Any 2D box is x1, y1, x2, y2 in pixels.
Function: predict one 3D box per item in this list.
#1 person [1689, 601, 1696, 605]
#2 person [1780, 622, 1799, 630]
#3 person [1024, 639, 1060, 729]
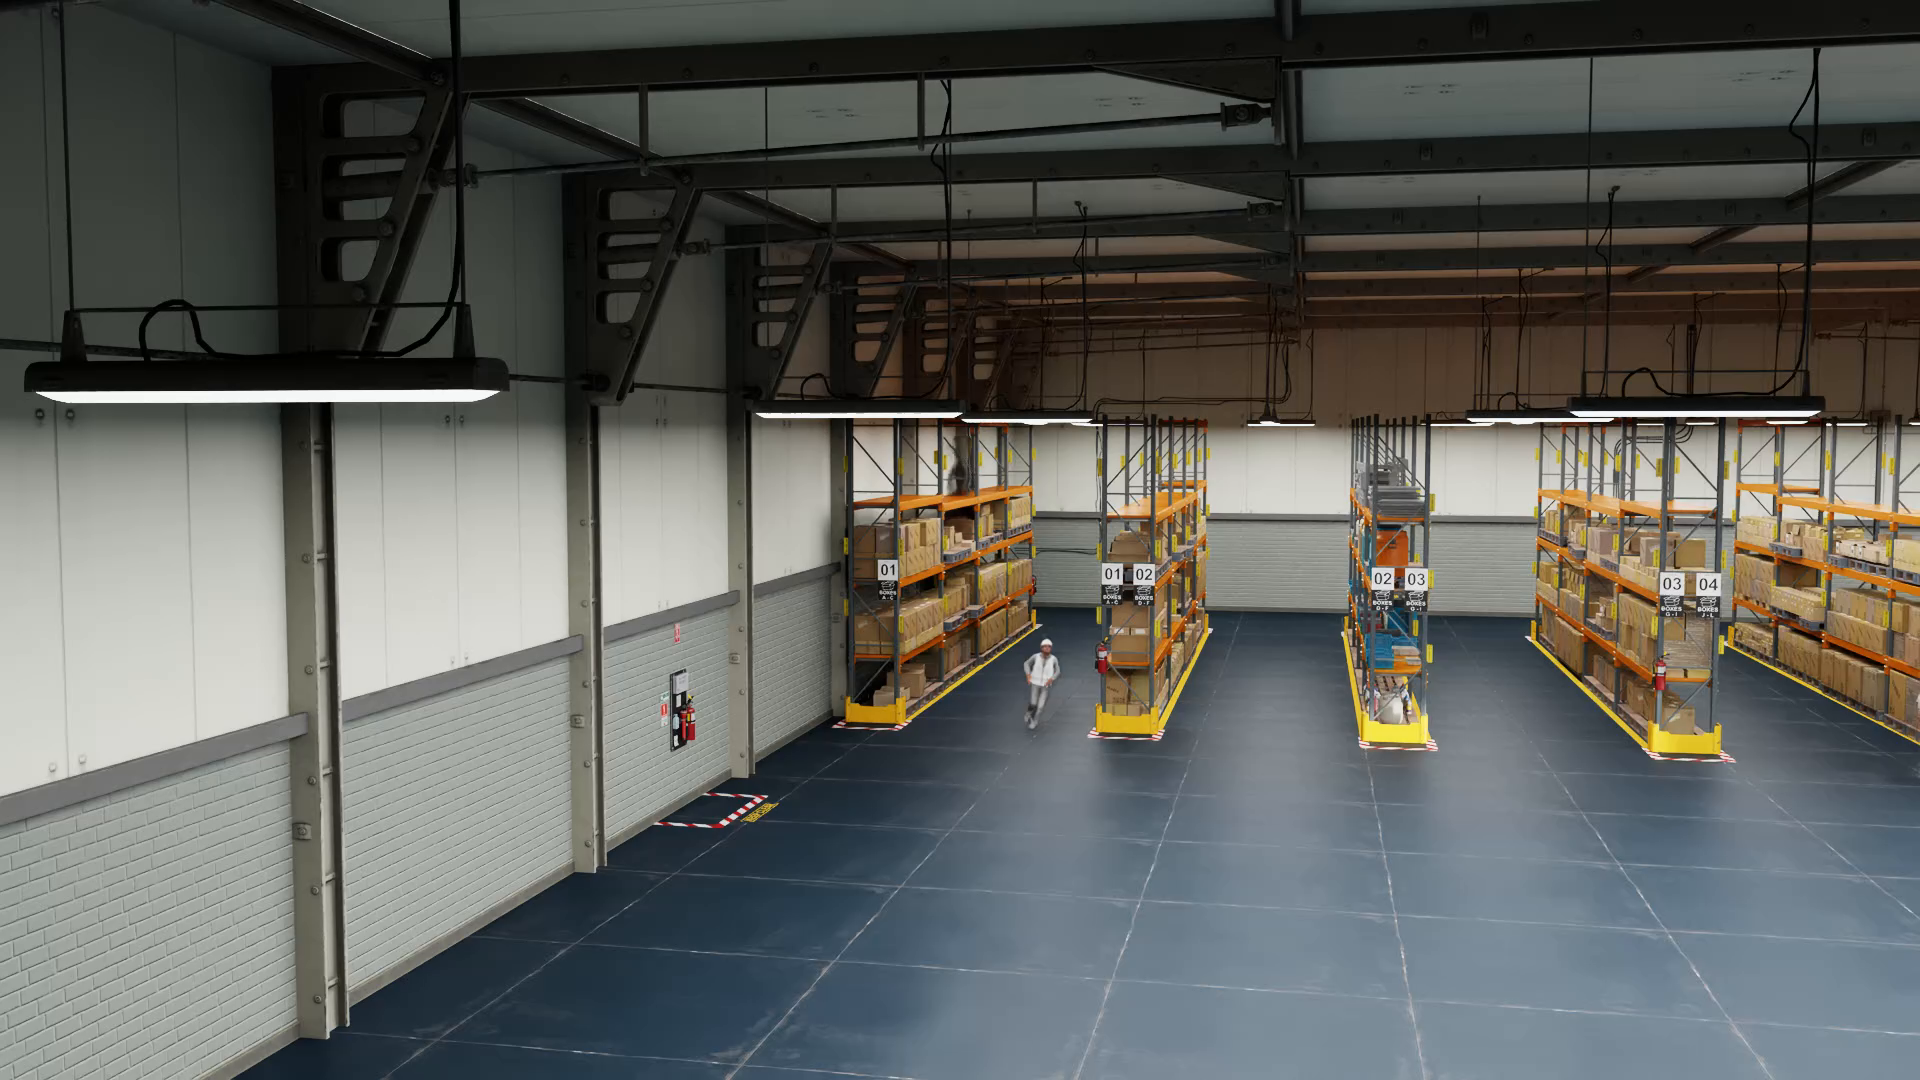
[{"bbox_3d":[19.285,1.977,44.307,0.694,1.591,0.620,3,5,35],"label":"person"},{"bbox_3d":[22.307,2.075,44.516,0.590,1.418,0.750,-3,5,-34],"label":"person"},{"bbox_3d":[1.574,2.758,31.824,0.697,1.720,0.525,0,4,-1],"label":"person"}]
